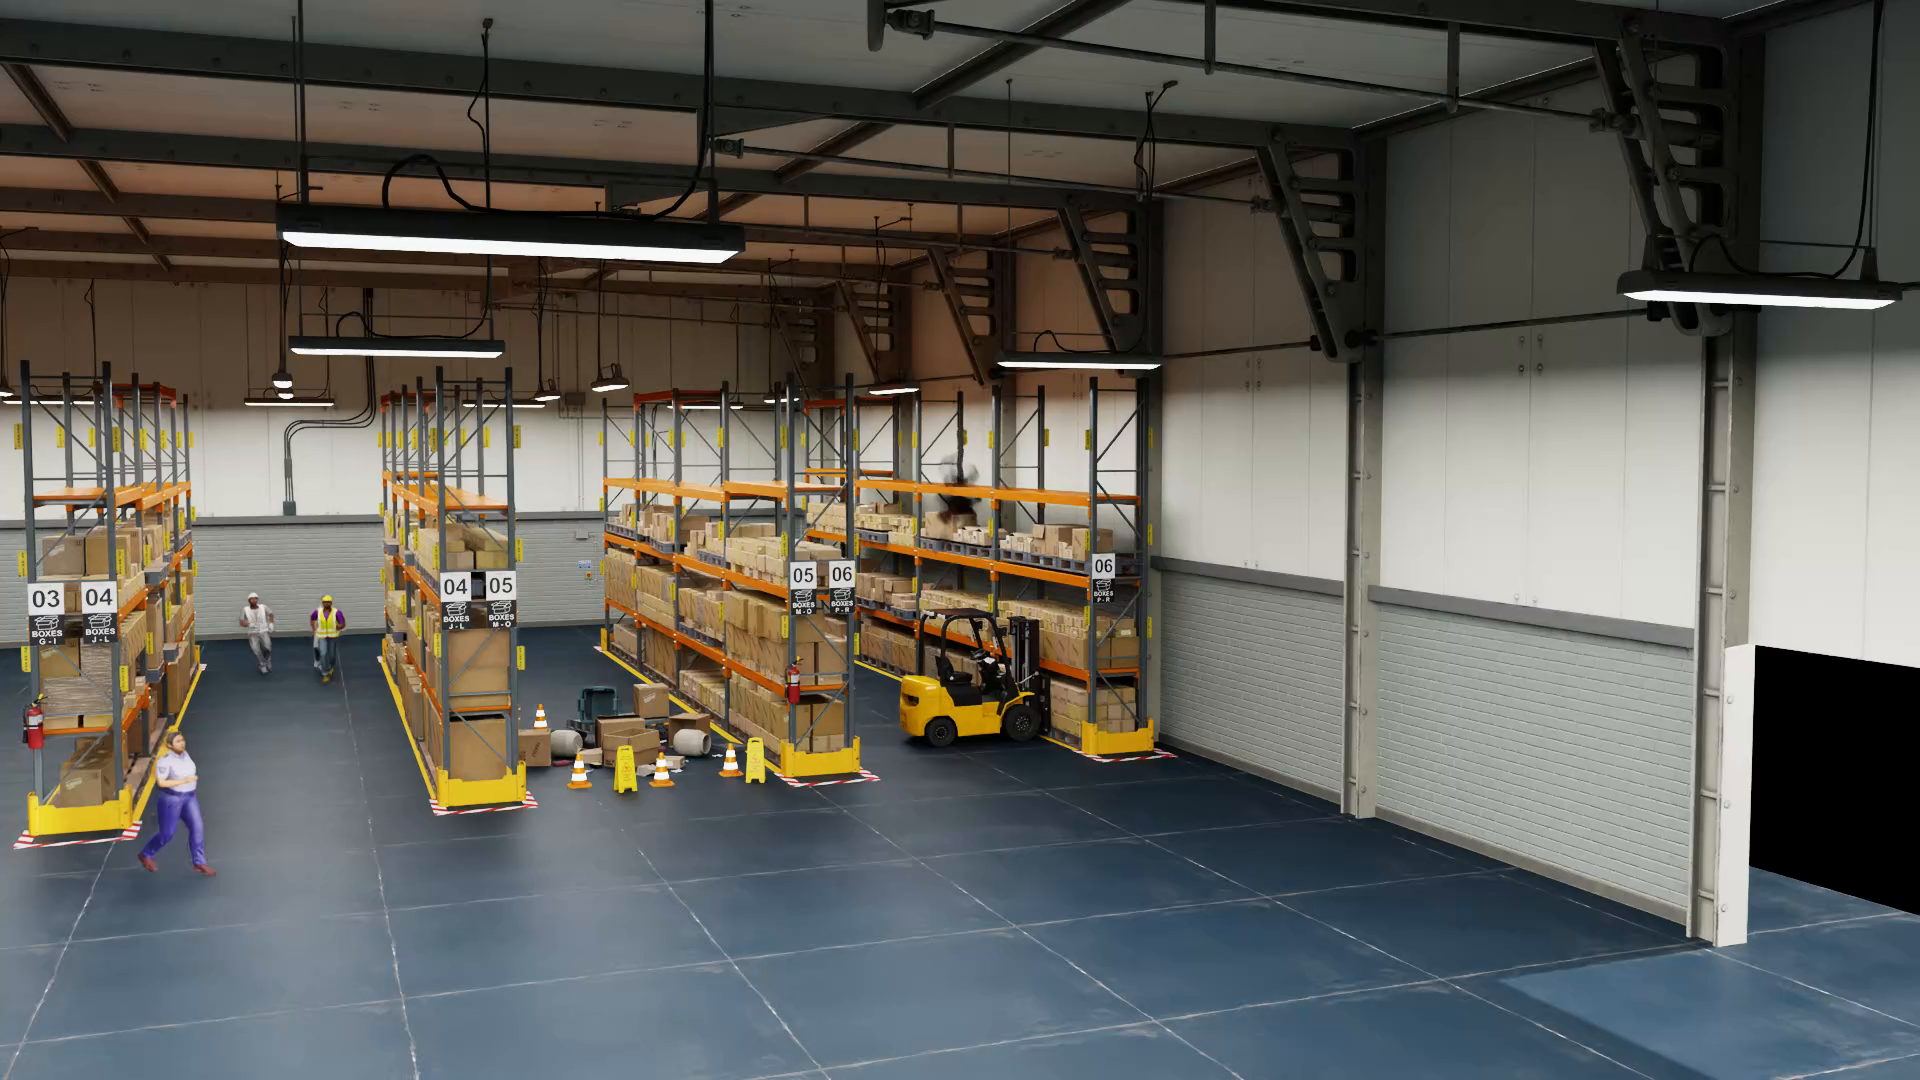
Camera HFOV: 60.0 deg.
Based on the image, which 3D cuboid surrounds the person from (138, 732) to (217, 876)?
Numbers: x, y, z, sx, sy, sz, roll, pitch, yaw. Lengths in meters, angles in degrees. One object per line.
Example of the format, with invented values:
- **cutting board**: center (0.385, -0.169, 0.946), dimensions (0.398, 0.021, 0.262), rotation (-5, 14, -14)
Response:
- **person**: center (-8.985, 3.016, 19.083), dimensions (0.944, 1.644, 0.622), rotation (1, 4, 18)

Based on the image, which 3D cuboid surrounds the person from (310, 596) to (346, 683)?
- **person**: center (-13.136, 2.035, 34.558), dimensions (0.699, 1.776, 0.974), rotation (-1, 4, -19)

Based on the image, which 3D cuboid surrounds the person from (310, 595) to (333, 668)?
- **person**: center (-13.850, 1.997, 36.214), dimensions (0.602, 1.623, 0.528), rotation (-1, 4, -13)

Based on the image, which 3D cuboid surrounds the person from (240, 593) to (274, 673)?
- **person**: center (-15.072, 1.995, 35.661), dimensions (0.683, 1.722, 0.556), rotation (-1, 4, -23)
